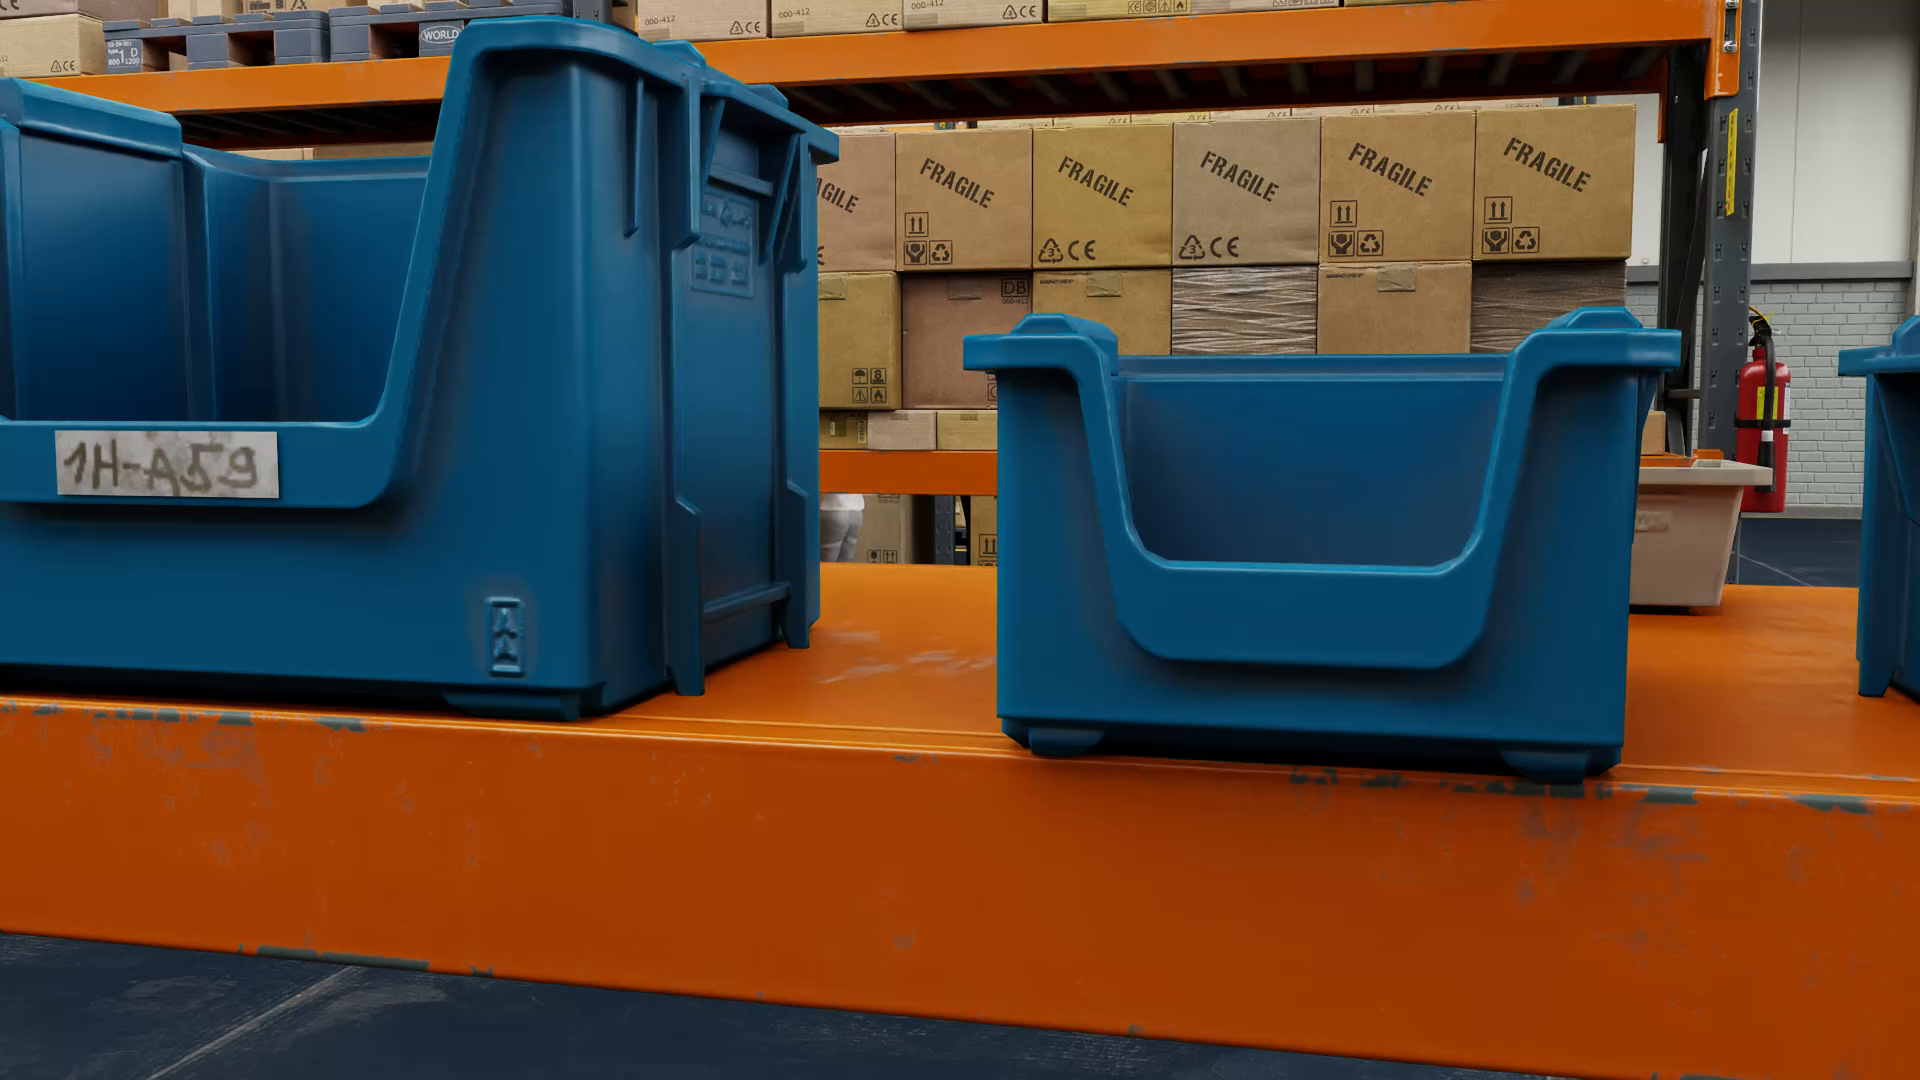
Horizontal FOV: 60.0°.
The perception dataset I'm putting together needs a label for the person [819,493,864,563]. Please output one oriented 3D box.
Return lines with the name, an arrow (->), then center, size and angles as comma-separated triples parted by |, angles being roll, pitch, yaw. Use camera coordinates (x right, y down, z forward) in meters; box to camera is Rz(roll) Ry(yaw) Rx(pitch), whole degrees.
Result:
person -> -0.725, -0.087, 8.721 | 0.405, 1.687, 0.487 | 2, 5, 20
